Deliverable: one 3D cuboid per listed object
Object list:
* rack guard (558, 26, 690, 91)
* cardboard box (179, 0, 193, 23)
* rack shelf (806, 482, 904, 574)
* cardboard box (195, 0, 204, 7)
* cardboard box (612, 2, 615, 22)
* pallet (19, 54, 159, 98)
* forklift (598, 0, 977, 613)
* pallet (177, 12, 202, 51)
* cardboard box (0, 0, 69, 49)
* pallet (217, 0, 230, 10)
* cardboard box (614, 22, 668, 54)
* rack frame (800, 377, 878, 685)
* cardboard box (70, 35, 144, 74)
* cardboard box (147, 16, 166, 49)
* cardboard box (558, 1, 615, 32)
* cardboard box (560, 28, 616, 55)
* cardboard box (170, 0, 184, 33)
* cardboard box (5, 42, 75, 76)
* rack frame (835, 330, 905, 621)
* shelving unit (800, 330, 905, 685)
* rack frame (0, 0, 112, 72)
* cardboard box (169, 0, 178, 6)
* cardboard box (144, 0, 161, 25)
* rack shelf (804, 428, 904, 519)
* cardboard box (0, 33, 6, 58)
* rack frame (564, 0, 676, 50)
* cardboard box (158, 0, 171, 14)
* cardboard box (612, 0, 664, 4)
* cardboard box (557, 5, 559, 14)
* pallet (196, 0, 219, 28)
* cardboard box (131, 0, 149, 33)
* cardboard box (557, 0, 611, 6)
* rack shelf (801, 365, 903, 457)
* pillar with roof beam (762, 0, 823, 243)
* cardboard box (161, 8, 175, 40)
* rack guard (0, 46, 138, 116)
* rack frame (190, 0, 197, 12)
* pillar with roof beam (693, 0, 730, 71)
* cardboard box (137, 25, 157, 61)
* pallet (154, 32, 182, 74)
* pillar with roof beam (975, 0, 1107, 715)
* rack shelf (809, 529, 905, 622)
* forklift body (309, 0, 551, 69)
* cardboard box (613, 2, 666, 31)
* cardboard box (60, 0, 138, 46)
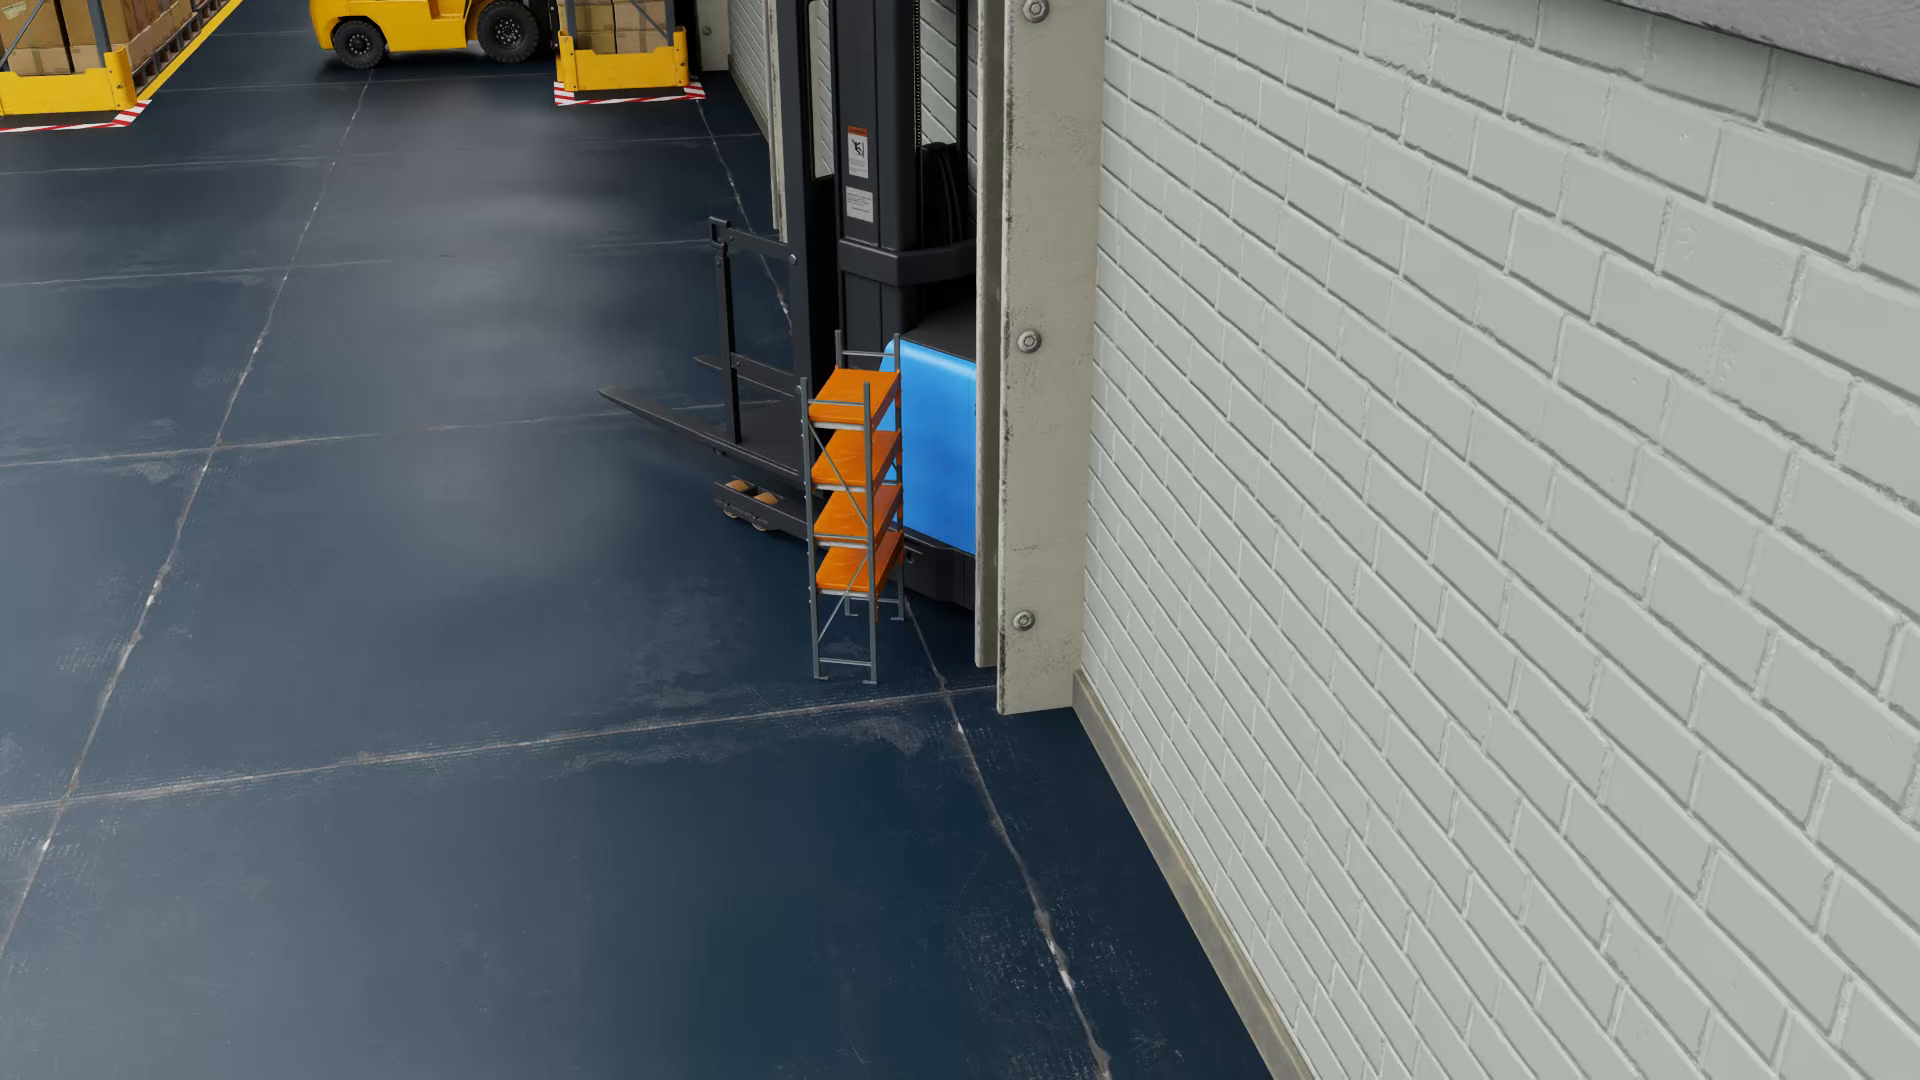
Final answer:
[{"bbox_3d":[-3.170,-4.555,15.719,1.175,0.500,0.348,-6,27,-12],"label":"rack guard"},{"bbox_3d":[-8.517,-5.659,17.718,0.500,0.250,0.500,-5,27,-9],"label":"cardboard box"},{"bbox_3d":[-0.382,-0.058,6.182,0.258,0.148,0.480,5,27,9],"label":"rack shelf"},{"bbox_3d":[-9.033,-6.176,18.607,0.950,0.372,0.625,-6,27,-11],"label":"cardboard box"},{"bbox_3d":[-3.203,-5.311,16.474,0.500,0.250,0.500,-6,27,-12],"label":"cardboard box"},{"bbox_3d":[-8.176,-4.324,15.583,1.003,0.211,1.213,-6,27,-12],"label":"pallet"},{"bbox_3d":[-0.460,-1.501,6.971,3.031,2.935,1.130,23,35,37],"label":"forklift"},{"bbox_3d":[-8.726,-5.395,17.705,1.003,0.211,1.213,-6,27,-12],"label":"pallet"},{"bbox_3d":[-8.445,-4.795,15.175,0.500,0.500,0.500,-6,27,-11],"label":"cardboard box"},{"bbox_3d":[-9.367,-6.565,20.022,1.003,0.211,1.213,-6,27,-12],"label":"pallet"},{"bbox_3d":[-3.096,-4.876,16.168,0.500,0.250,0.500,-6,27,-11],"label":"cardboard box"},{"bbox_3d":[-0.426,-0.009,5.937,0.240,1.200,0.015,5,27,9],"label":"rack frame"},{"bbox_3d":[-7.923,-4.517,15.457,0.500,0.250,0.500,-6,27,-12],"label":"cardboard box"},{"bbox_3d":[-8.166,-4.981,16.374,0.500,0.250,0.500,-4,27,-8],"label":"cardboard box"},{"bbox_3d":[-3.590,-5.046,15.949,0.500,0.250,0.500,-6,27,-12],"label":"cardboard box"},{"bbox_3d":[-3.589,-4.815,16.046,0.500,0.250,0.500,-6,27,-11],"label":"cardboard box"},{"bbox_3d":[-8.387,-5.426,17.257,0.500,0.250,0.500,-7,28,-13],"label":"cardboard box"},{"bbox_3d":[-8.460,-4.473,15.369,0.500,0.250,0.500,-6,27,-12],"label":"cardboard box"},{"bbox_3d":[-0.339,-0.226,6.366,0.240,1.200,0.015,5,27,9],"label":"rack frame"},{"bbox_3d":[-0.382,-0.118,6.152,0.258,1.200,0.503,5,27,9],"label":"shelving unit"},{"bbox_3d":[-8.011,-5.175,14.175,1.000,3.000,0.127,-6,27,-12],"label":"rack frame"},{"bbox_3d":[-8.401,-5.770,17.107,0.500,0.500,0.500,-5,27,-11],"label":"cardboard box"},{"bbox_3d":[-8.156,-5.313,16.200,0.500,0.500,0.500,-5,27,-11],"label":"cardboard box"},{"bbox_3d":[-0.382,-0.257,6.081,0.258,0.148,0.480,5,27,9],"label":"rack shelf"},{"bbox_3d":[-9.996,-5.208,17.011,0.500,0.500,0.500,13,30,24],"label":"cardboard box"},{"bbox_3d":[-3.176,-5.681,15.176,1.000,3.000,0.127,-6,27,-12],"label":"rack frame"},{"bbox_3d":[-8.285,-5.547,16.663,0.500,0.500,0.500,-5,27,-9],"label":"cardboard box"},{"bbox_3d":[-3.099,-5.318,15.932,0.500,0.250,0.500,-6,27,-12],"label":"cardboard box"},{"bbox_3d":[-3.829,-5.492,16.832,0.500,0.250,0.500,-7,28,-13],"label":"cardboard box"},{"bbox_3d":[-9.089,-6.028,18.959,1.003,0.211,1.213,-6,27,-12],"label":"pallet"},{"bbox_3d":[-8.051,-5.092,15.762,0.500,0.500,0.500,-7,28,-14],"label":"cardboard box"},{"bbox_3d":[-3.583,-5.258,15.814,0.500,0.250,0.500,-5,27,-10],"label":"cardboard box"},{"bbox_3d":[-0.382,-0.468,5.975,0.258,0.148,0.480,5,27,9],"label":"rack shelf"},{"bbox_3d":[-5.296,-5.685,8.527,9.100,9.000,0.400,-6,27,-12],"label":"pillar with roof beam"},{"bbox_3d":[-8.277,-5.203,16.814,0.500,0.250,0.500,-6,27,-11],"label":"cardboard box"},{"bbox_3d":[-8.028,-4.093,14.804,1.175,0.500,0.348,-6,27,-12],"label":"rack guard"},{"bbox_3d":[-8.912,-6.931,17.654,1.000,3.000,0.127,-6,27,-12],"label":"rack frame"},{"bbox_3d":[-6.649,-8.319,13.745,9.100,9.000,0.400,-6,27,-12],"label":"pillar with roof beam"},{"bbox_3d":[-8.031,-4.742,15.902,0.500,0.250,0.500,-5,27,-10],"label":"cardboard box"},{"bbox_3d":[-8.448,-4.859,16.642,1.003,0.211,1.213,-6,27,-12],"label":"pallet"},{"bbox_3d":[-3.944,-3.051,3.308,9.100,9.000,0.400,-6,27,-12],"label":"pillar with roof beam"},{"bbox_3d":[-0.382,0.120,6.271,0.258,0.148,0.480,5,27,9],"label":"rack shelf"},{"bbox_3d":[-5.380,-5.949,16.650,2.313,2.155,1.214,-6,27,-12],"label":"forklift body"},{"bbox_3d":[-3.079,-5.092,16.039,0.500,0.250,0.500,-5,27,-11],"label":"cardboard box"},{"bbox_3d":[-7.929,-4.863,15.308,0.500,0.500,0.500,-7,28,-13],"label":"cardboard box"}]
